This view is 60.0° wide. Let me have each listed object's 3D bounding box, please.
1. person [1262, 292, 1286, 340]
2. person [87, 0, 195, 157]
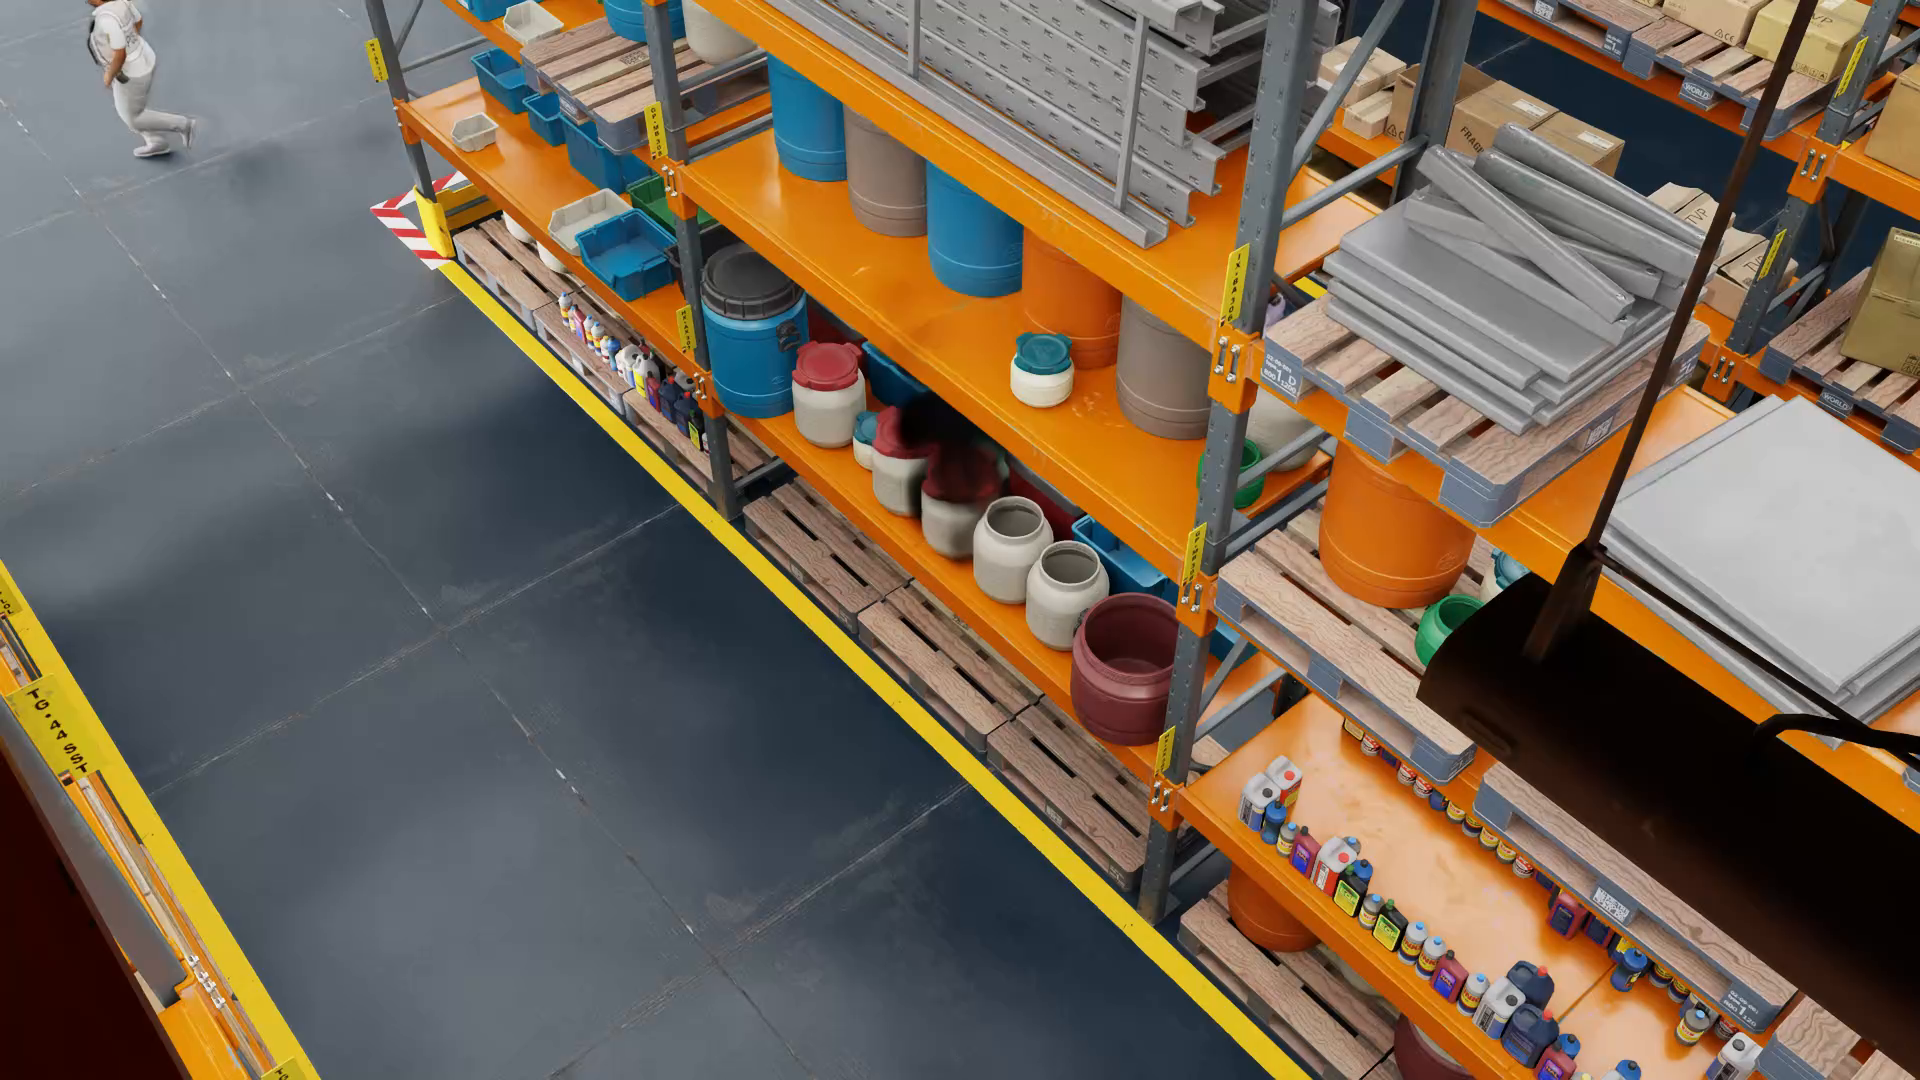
[{"bbox_3d":[1.773,-0.988,10.412,0.684,1.748,0.585,33,55,27],"label":"person"},{"bbox_3d":[-6.684,-3.827,13.497,0.597,1.621,0.647,-6,47,-6],"label":"person"}]
